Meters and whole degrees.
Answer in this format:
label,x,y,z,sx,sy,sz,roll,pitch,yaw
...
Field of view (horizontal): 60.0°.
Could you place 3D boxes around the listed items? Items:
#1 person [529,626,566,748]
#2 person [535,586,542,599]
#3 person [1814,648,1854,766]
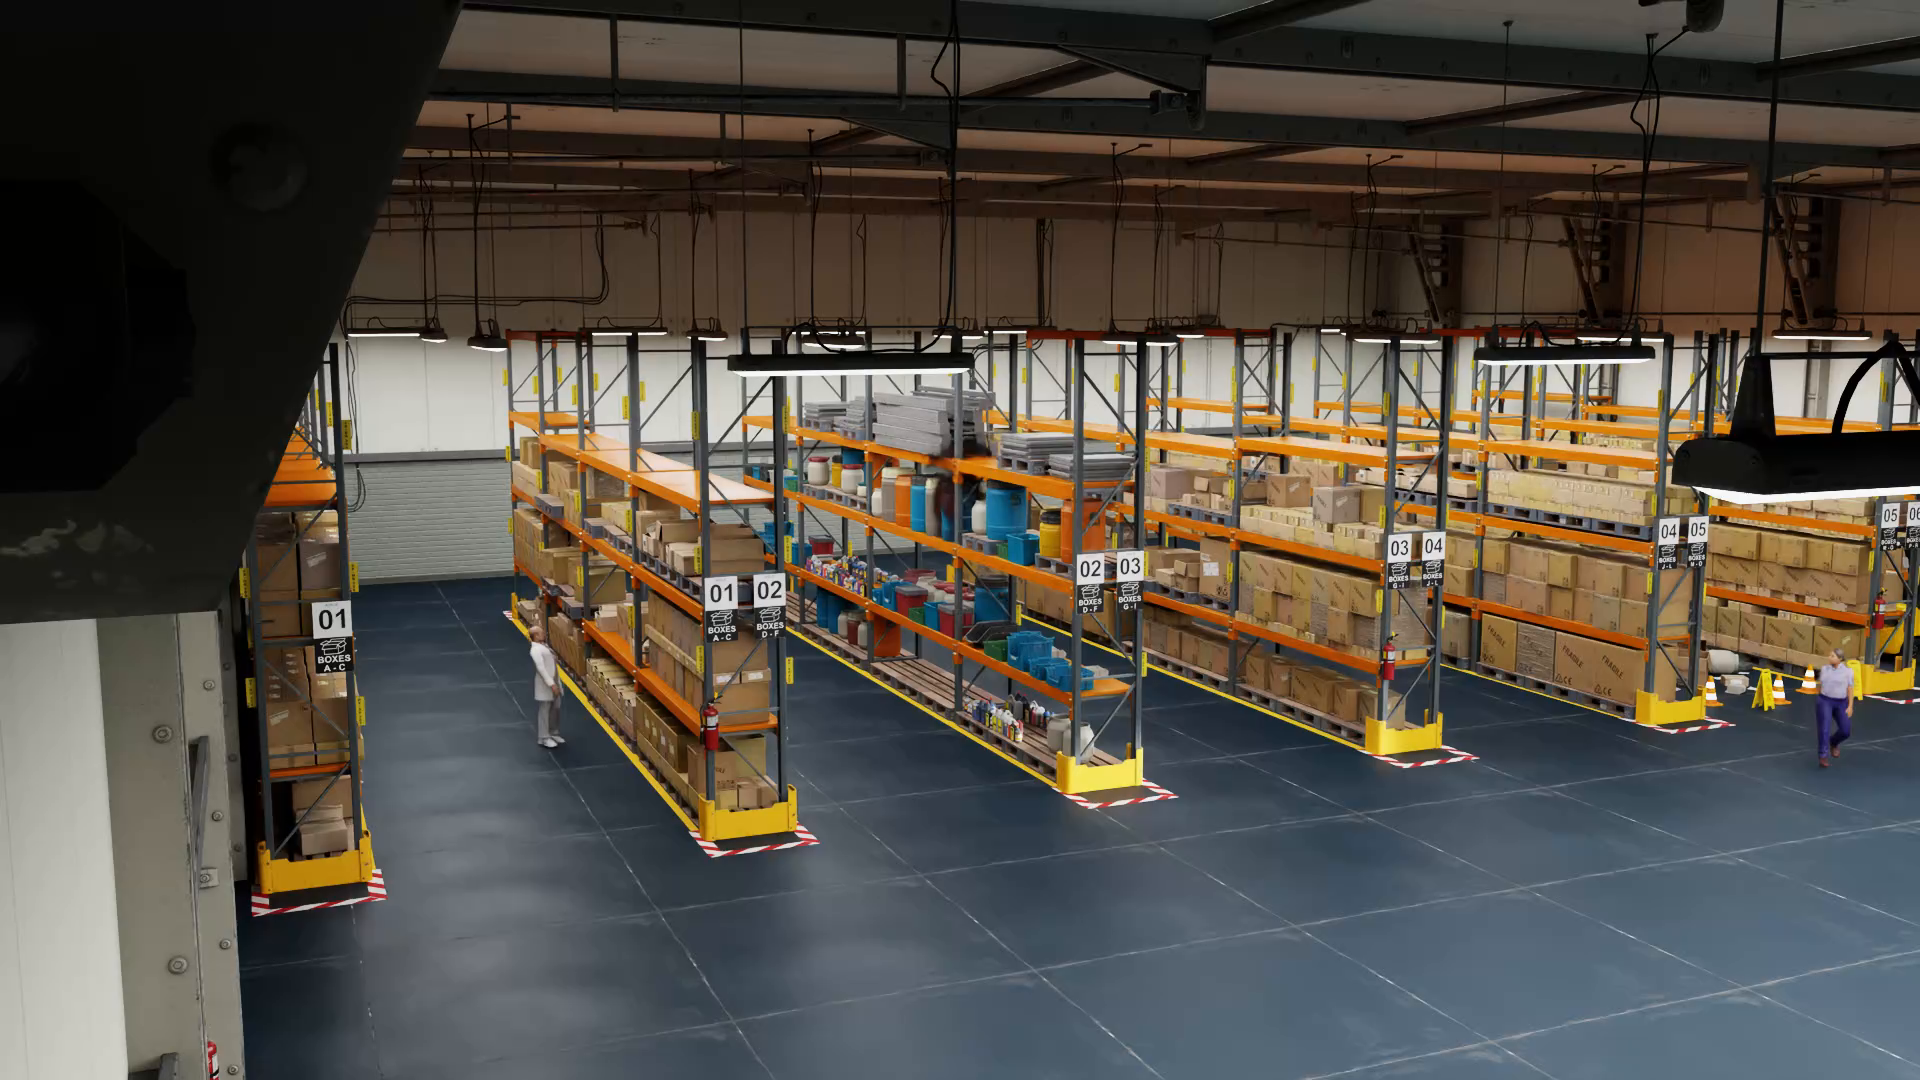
label,x,y,z,sx,sy,sz,roll,pitch,yaw
person,-6.037,2.160,24.471,0.592,1.821,0.675,2,8,16
person,-9.209,0.471,36.981,0.500,1.654,0.643,4,9,24
person,12.282,2.328,23.411,0.460,1.646,0.547,2,8,13
